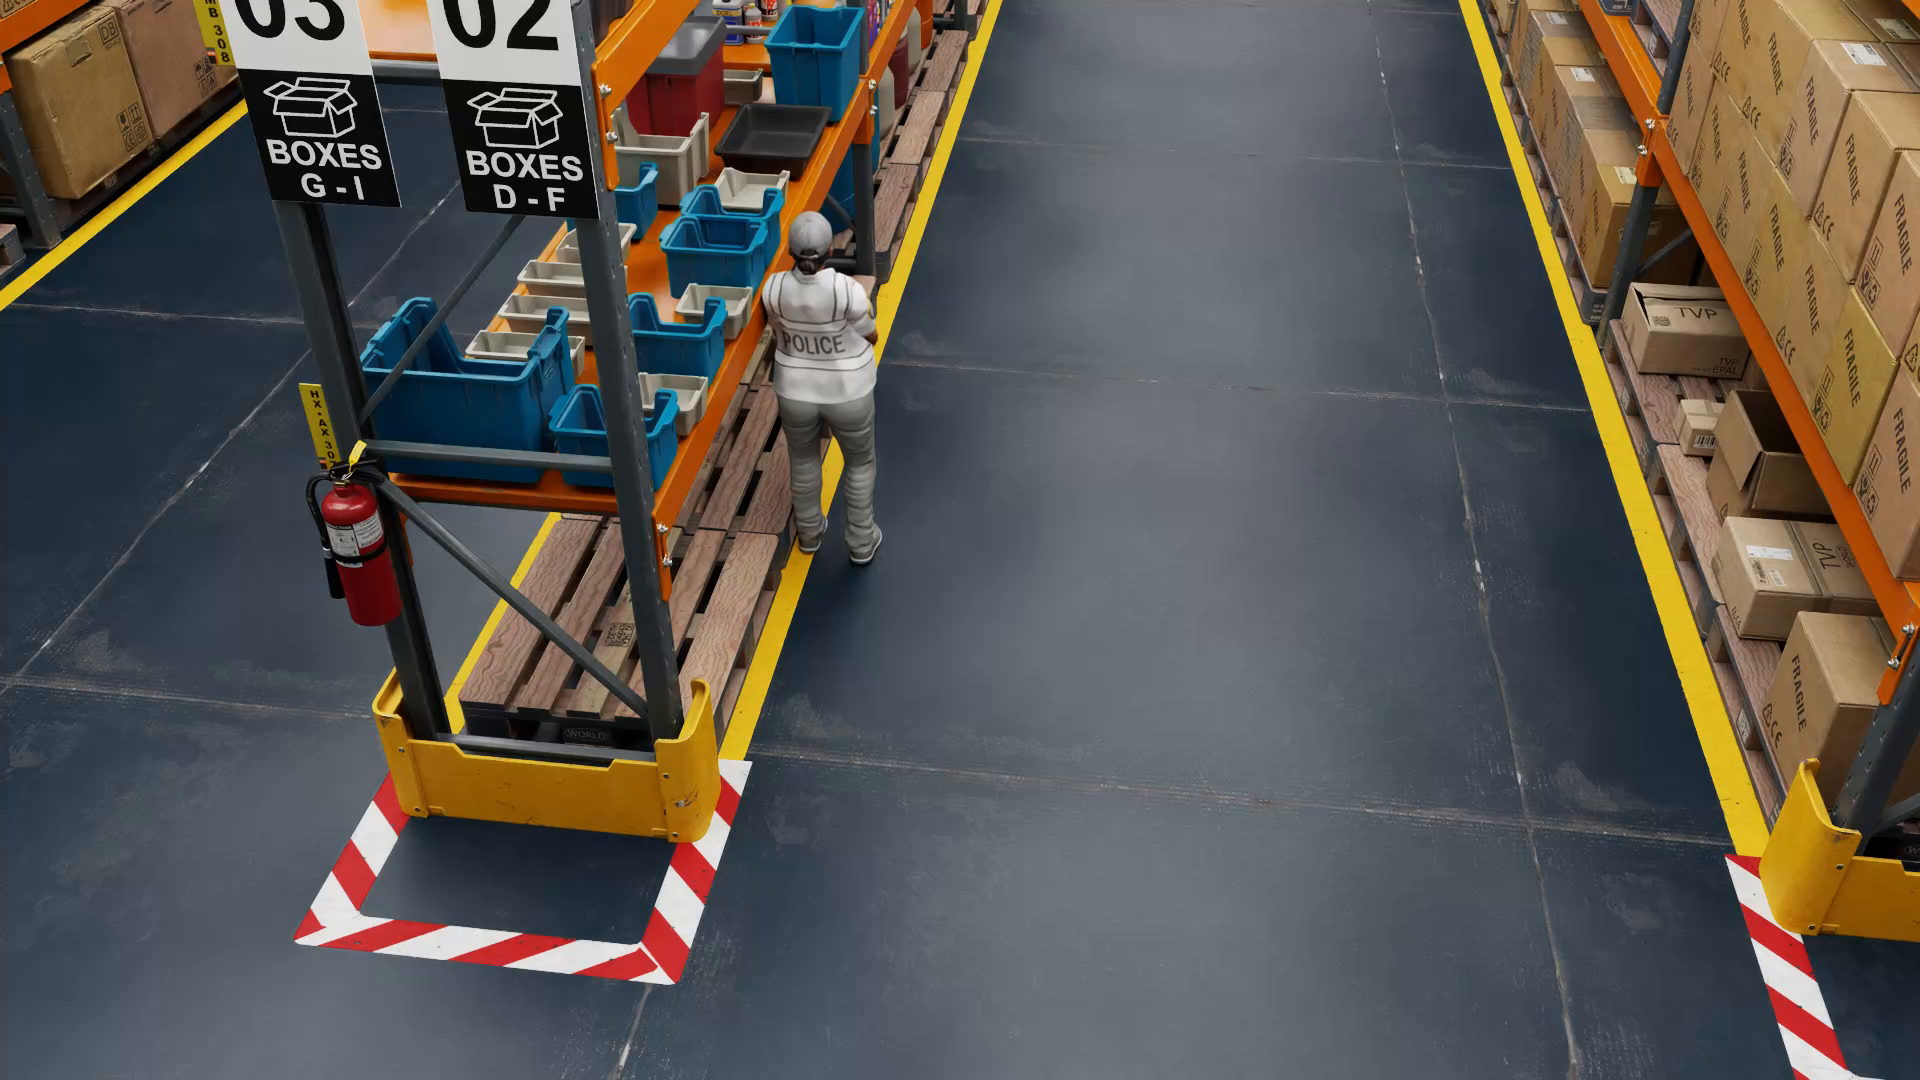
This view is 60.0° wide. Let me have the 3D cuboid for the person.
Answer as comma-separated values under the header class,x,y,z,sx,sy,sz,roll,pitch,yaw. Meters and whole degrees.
class,x,y,z,sx,sy,sz,roll,pitch,yaw
person,-0.563,-0.667,7.061,0.456,1.659,0.539,4,37,6
